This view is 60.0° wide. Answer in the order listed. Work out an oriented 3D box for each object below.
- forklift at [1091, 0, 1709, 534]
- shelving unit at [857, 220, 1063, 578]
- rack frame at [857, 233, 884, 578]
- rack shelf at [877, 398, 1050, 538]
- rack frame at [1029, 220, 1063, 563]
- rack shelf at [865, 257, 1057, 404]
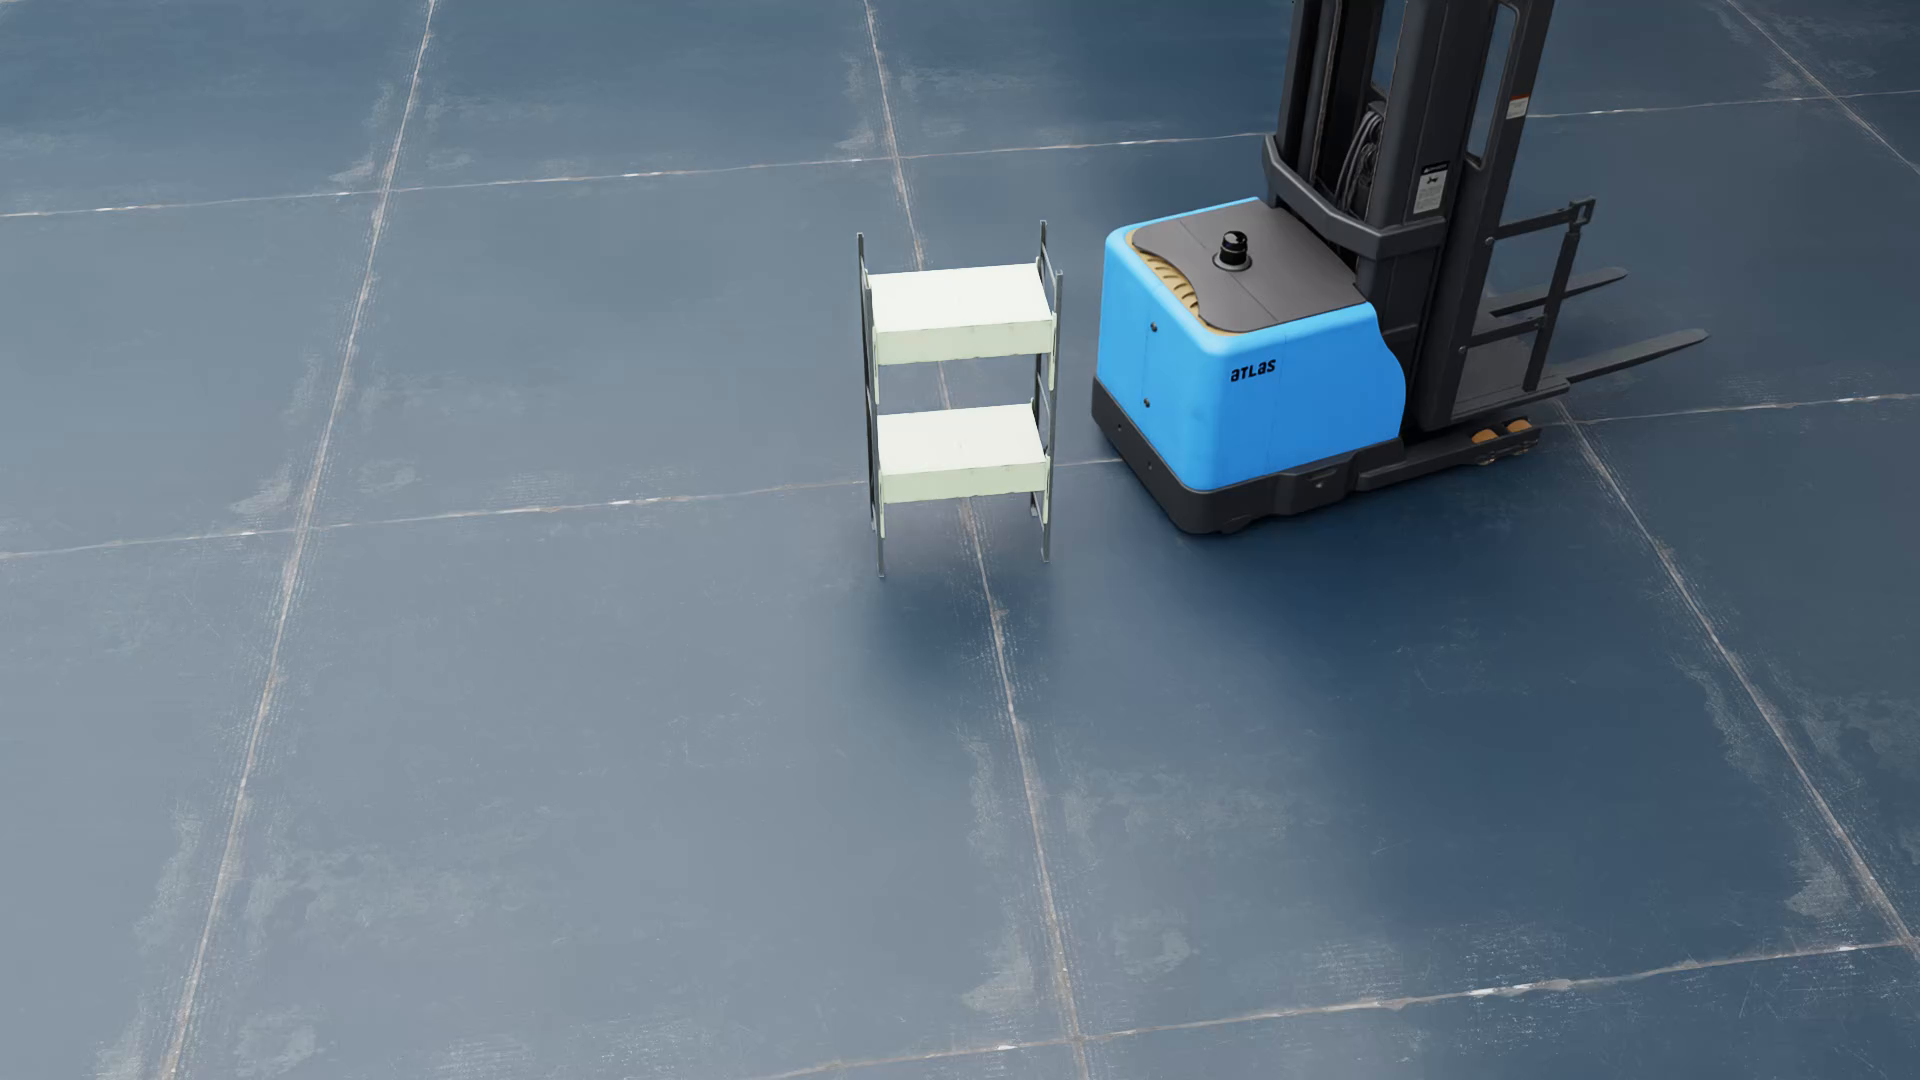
[{"bbox_3d":[2.200,-1.754,7.221,3.031,2.935,1.130,-16,44,-17],"label":"forklift"},{"bbox_3d":[-0.007,-0.556,6.962,0.755,1.500,0.431,-5,42,-6],"label":"shelving unit"},{"bbox_3d":[-0.370,-0.525,6.927,0.023,1.500,0.400,-5,42,-6],"label":"rack frame"},{"bbox_3d":[-0.007,-0.314,7.181,0.720,0.370,0.431,-5,42,-6],"label":"rack shelf"},{"bbox_3d":[0.356,-0.588,6.997,0.023,1.500,0.400,-5,42,-6],"label":"rack frame"},{"bbox_3d":[-0.007,-0.846,6.701,0.720,0.370,0.431,-5,42,-6],"label":"rack shelf"}]
